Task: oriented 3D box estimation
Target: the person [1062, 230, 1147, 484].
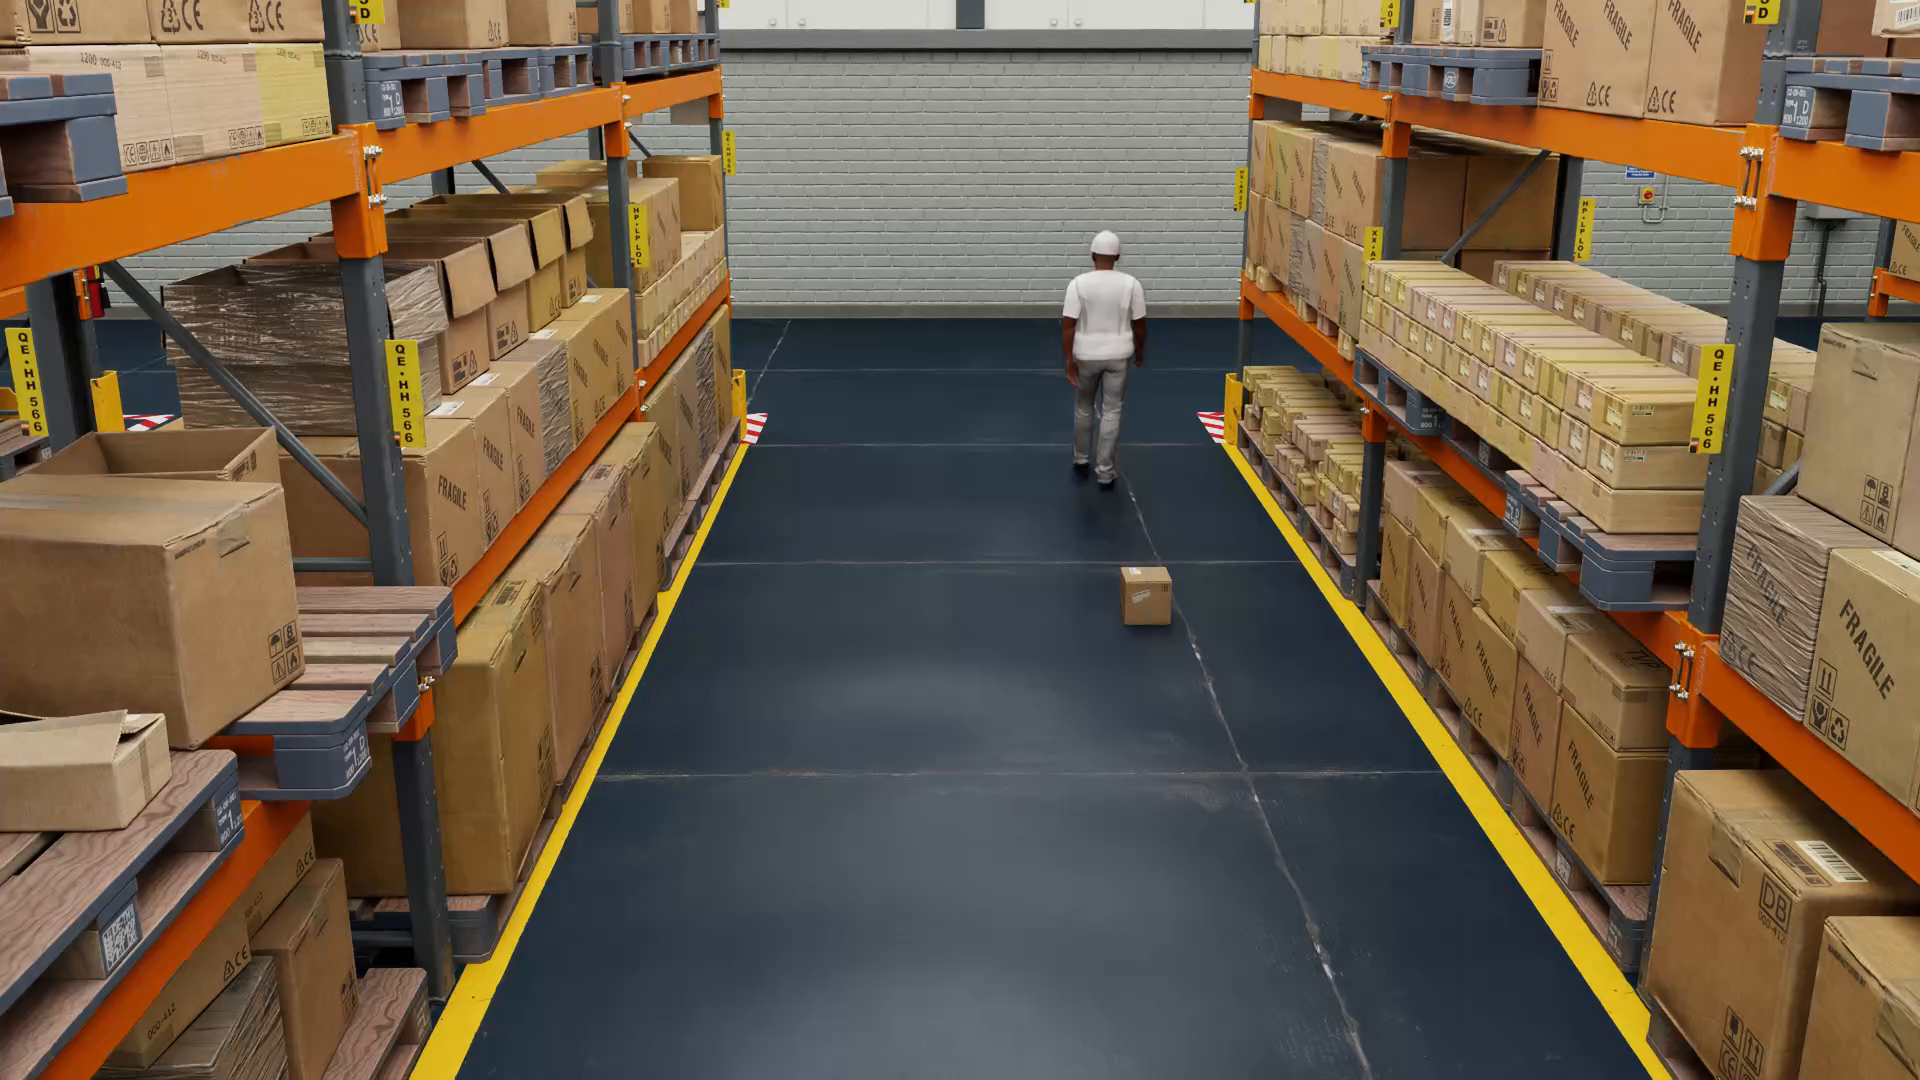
[{"bbox_3d":[1.018,-1.304,11.749,0.583,1.767,0.849,2,17,5],"label":"person"}]
